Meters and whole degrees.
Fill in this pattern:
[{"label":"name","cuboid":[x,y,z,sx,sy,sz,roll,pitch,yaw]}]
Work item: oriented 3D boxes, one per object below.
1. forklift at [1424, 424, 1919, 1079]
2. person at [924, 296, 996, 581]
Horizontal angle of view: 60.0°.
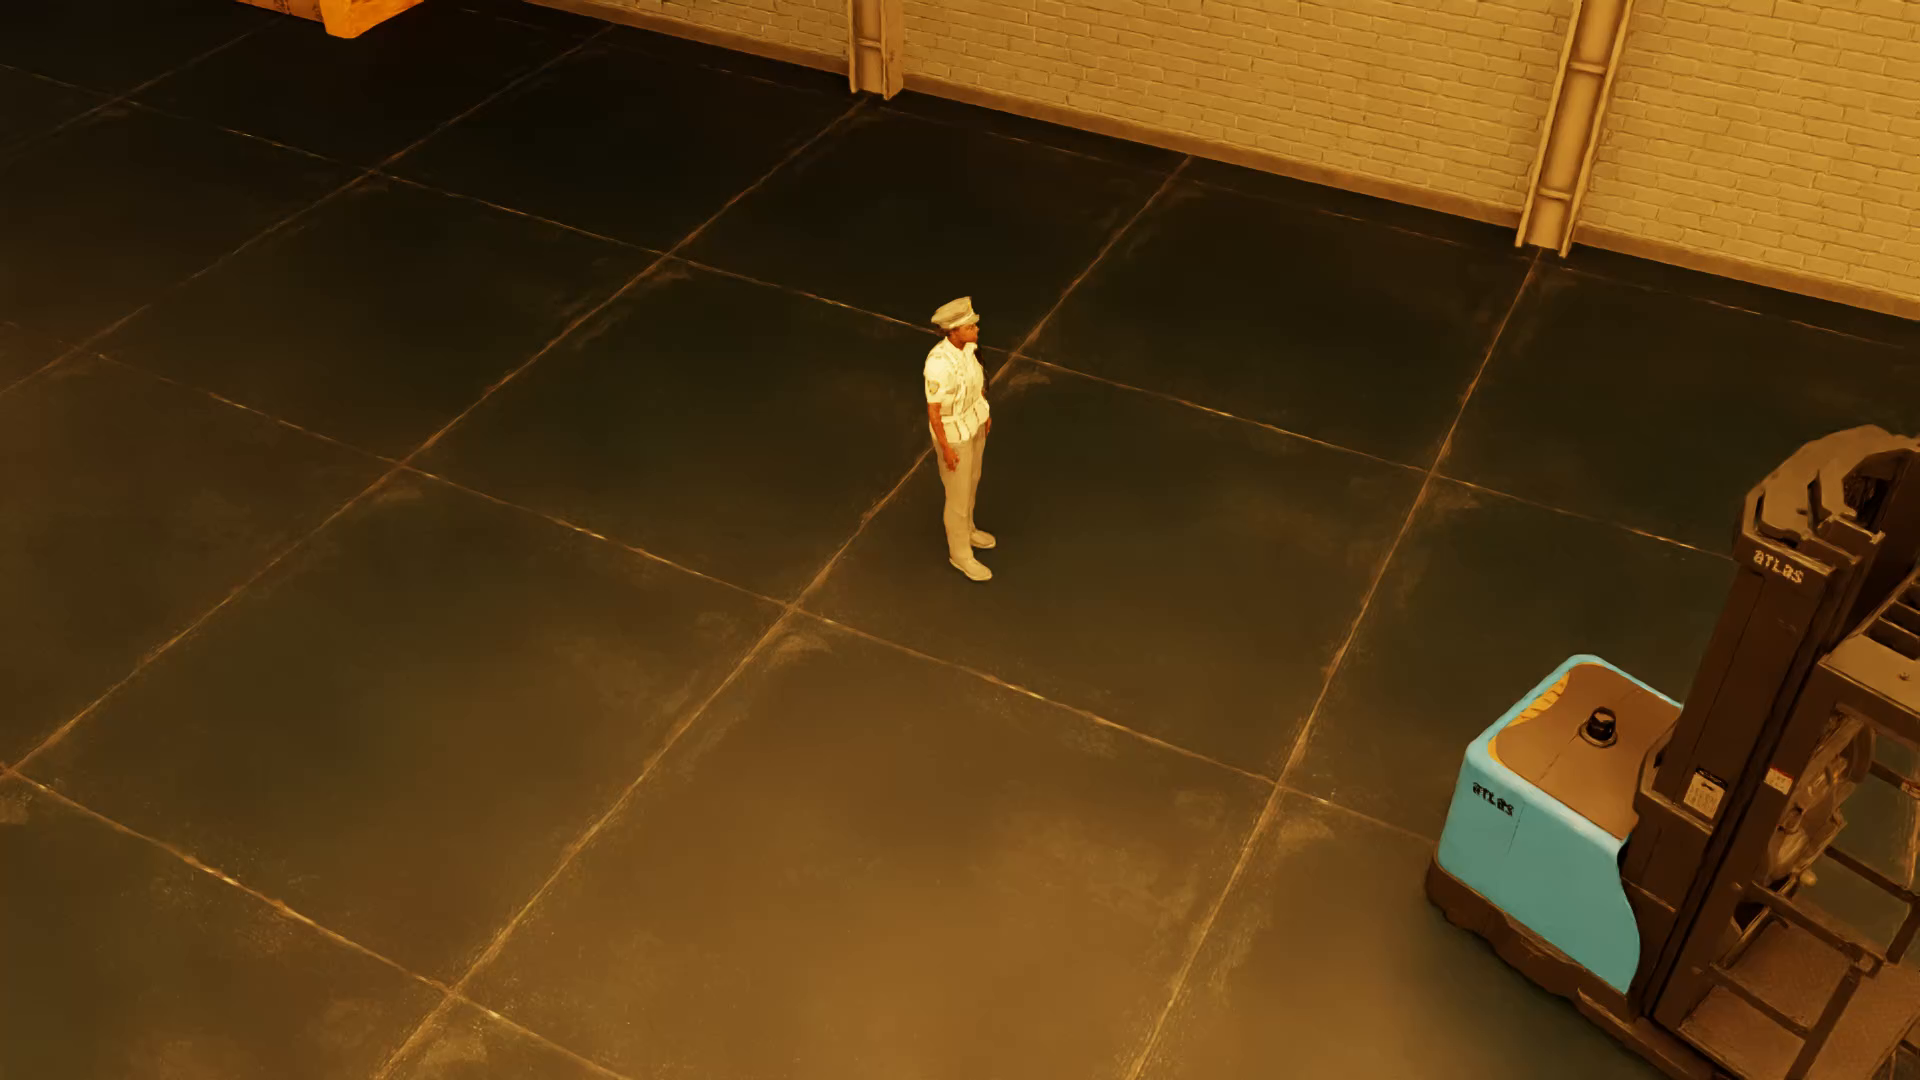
[{"label":"forklift","cuboid":[3.637,1.127,6.648,1.130,2.935,3.031,-31,49,-31]},{"label":"person","cuboid":[0.058,-0.620,9.672,0.529,1.693,0.570,18,43,21]}]
